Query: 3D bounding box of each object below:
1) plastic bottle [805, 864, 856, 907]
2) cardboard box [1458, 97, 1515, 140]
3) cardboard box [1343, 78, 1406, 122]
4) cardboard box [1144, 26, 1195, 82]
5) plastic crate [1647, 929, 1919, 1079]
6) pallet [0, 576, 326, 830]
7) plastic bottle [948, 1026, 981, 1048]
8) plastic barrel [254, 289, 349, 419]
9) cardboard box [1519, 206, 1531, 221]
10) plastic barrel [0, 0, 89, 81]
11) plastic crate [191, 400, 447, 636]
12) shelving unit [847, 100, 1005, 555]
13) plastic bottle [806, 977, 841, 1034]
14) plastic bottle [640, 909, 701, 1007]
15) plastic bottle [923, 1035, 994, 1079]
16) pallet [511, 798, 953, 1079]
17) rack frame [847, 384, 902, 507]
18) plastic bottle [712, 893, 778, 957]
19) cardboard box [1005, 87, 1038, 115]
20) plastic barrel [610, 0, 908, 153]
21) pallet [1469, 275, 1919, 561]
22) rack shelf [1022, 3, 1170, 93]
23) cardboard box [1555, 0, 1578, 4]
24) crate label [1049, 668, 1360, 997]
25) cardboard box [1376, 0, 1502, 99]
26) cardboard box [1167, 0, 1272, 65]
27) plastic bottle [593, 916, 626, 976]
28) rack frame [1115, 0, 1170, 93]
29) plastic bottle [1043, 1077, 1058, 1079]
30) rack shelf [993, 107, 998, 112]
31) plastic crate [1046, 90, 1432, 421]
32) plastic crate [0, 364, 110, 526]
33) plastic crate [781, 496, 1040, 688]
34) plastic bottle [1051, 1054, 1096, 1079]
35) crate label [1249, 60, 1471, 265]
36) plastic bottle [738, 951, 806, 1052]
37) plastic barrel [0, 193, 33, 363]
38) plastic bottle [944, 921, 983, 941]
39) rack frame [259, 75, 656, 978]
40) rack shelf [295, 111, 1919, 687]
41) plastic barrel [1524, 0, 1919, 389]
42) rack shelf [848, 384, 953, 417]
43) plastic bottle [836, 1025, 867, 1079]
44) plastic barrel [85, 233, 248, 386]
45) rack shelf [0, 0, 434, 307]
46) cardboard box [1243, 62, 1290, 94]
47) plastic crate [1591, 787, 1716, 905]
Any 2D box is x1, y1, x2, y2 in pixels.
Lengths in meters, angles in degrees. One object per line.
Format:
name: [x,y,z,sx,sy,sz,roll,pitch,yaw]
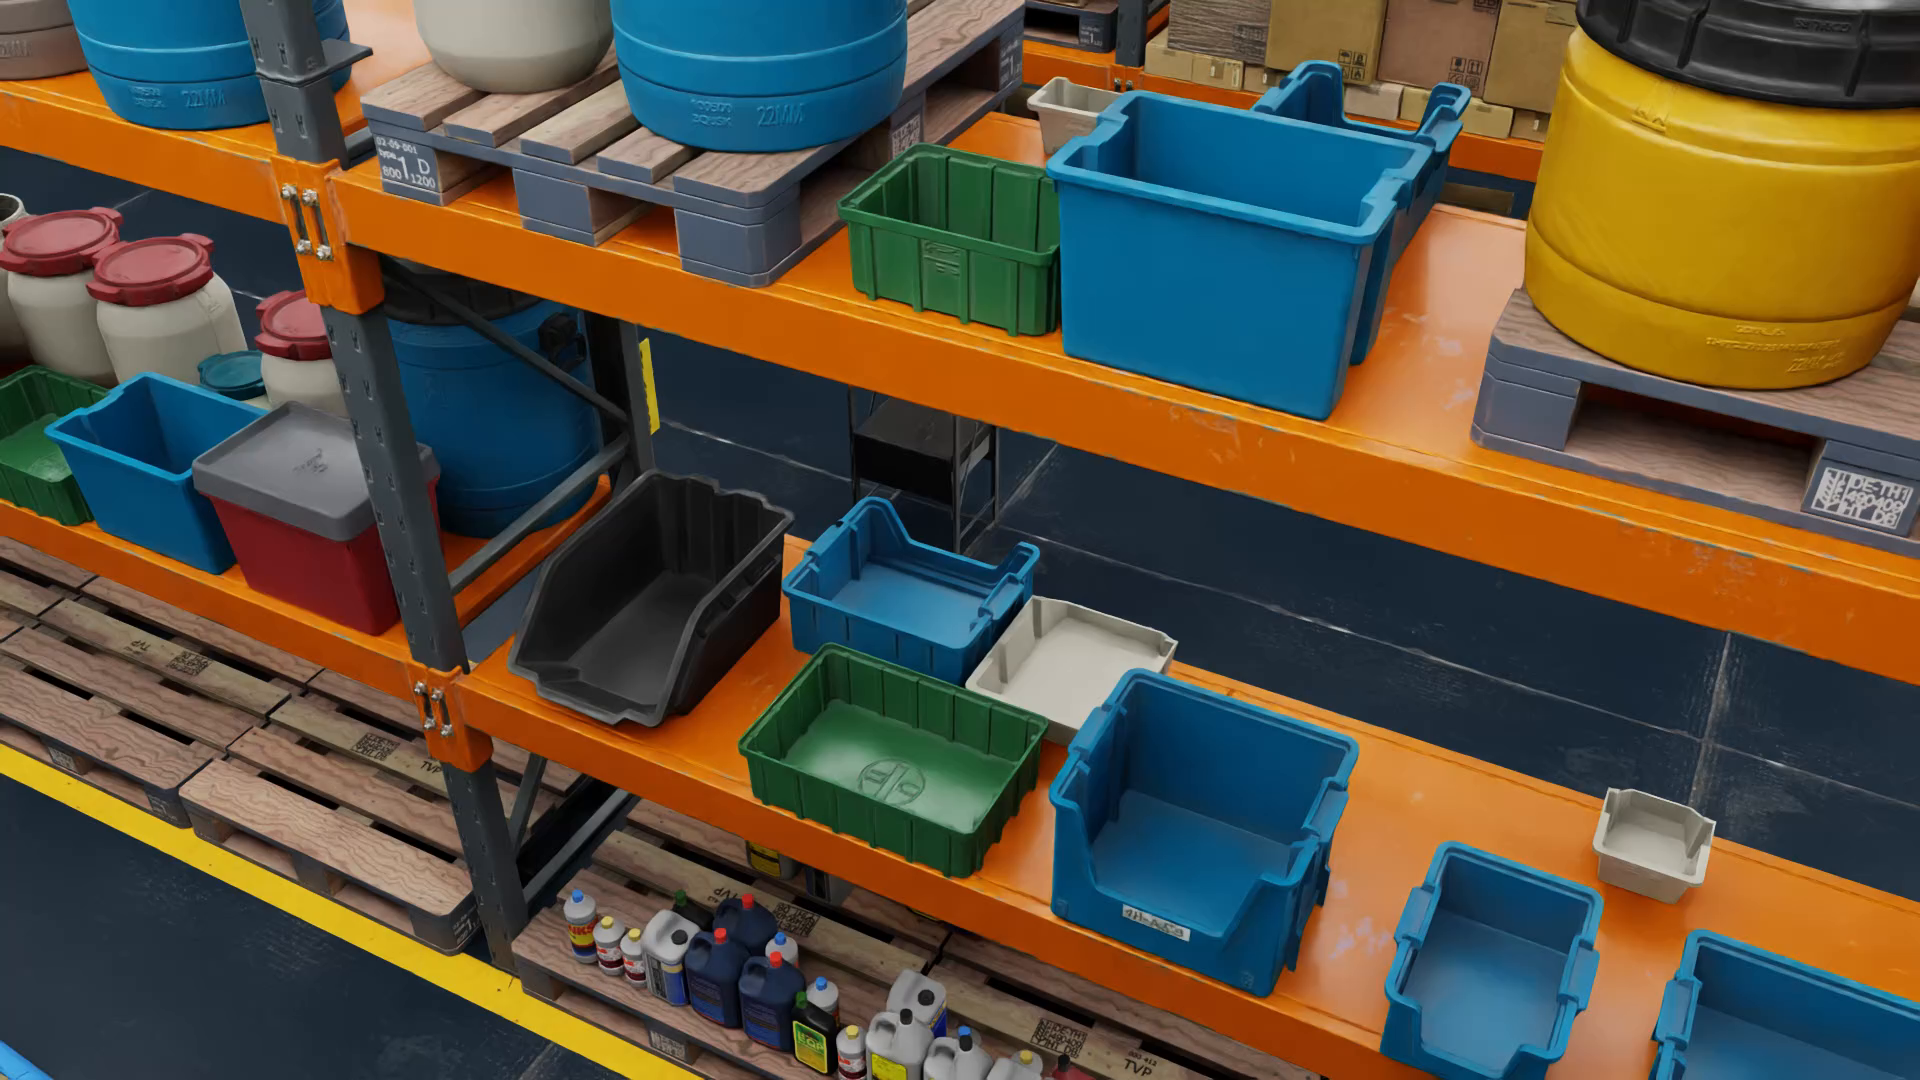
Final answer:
plastic bottle: [-0.411,1.015,5.321,0.135,0.276,0.152,17,41,21]
cardboard box: [2.428,-1.987,7.594,0.250,0.149,0.380,17,41,21]
cardboard box: [1.970,-2.110,7.756,0.250,0.149,0.380,17,41,21]
cardboard box: [1.090,-2.397,8.134,0.250,0.149,0.380,17,41,21]
plastic crate: [1.730,1.134,3.398,0.616,0.251,0.499,17,41,21]
pallet: [-3.043,0.516,6.396,1.213,0.211,1.003,17,41,21]
plastic bottle: [0.013,1.473,4.779,0.097,0.201,0.097,0,37,0]
plastic barrel: [-1.989,-0.497,5.311,0.433,0.535,0.433,0,37,0]
cardboard box: [2.949,-1.292,8.191,0.500,0.500,0.500,21,42,26]
plastic barrel: [-2.372,-1.660,4.060,0.600,0.901,0.600,0,37,0]
plastic crate: [-1.811,-0.055,4.788,0.583,0.464,0.402,17,41,21]
shelving unit: [-0.147,-0.882,6.676,0.503,2.100,0.431,17,41,21]
plastic bottle: [-0.399,1.373,4.853,0.097,0.271,0.097,0,37,0]
plastic bottle: [-0.859,1.250,5.011,0.135,0.276,0.152,19,41,23]
plastic bottle: [-0.004,1.491,4.632,0.185,0.351,0.144,19,41,23]
pallet: [-0.663,1.261,5.414,1.213,0.211,1.003,17,41,21]
rack frame: [-0.364,-0.950,6.765,0.015,2.100,0.400,17,41,21]
plastic bottle: [-0.648,1.191,5.027,0.185,0.351,0.144,17,41,21]
cardboard box: [0.087,-2.223,9.401,0.500,0.500,0.700,17,40,21]
plastic barrel: [-0.406,-1.286,3.221,0.708,0.901,0.600,17,41,21]
pallet: [1.622,-0.349,2.904,1.213,0.211,1.003,17,41,21]
rack shelf: [-0.738,-2.988,9.300,4.000,0.370,1.077,17,41,21]
cardboard box: [2.658,-2.602,7.042,0.500,0.500,0.500,17,41,21]
crate label: [0.553,0.673,3.854,0.616,0.435,0.502,17,41,21]
cardboard box: [2.327,-2.475,7.701,0.500,0.500,0.875,17,41,21]
cardboard box: [1.409,-2.718,8.021,0.500,0.500,0.875,17,41,21]
plastic bottle: [-1.069,1.233,5.096,0.097,0.201,0.097,0,37,0]
rack frame: [1.038,-2.718,8.350,0.127,3.000,1.000,17,41,21]
plastic bottle: [0.268,1.603,4.546,0.135,0.276,0.152,18,41,22]
rack shelf: [-0.147,-1.429,6.261,0.480,0.518,0.431,17,41,21]
plastic crate: [0.480,-0.504,2.965,0.575,0.384,0.392,17,41,21]
plastic crate: [-2.916,-0.307,5.349,0.662,0.188,0.450,17,41,21]
plastic crate: [-0.133,0.162,4.678,0.616,0.251,0.499,17,41,21]
plastic bottle: [0.317,1.543,4.620,0.133,0.283,0.061,17,41,21]
crate label: [0.802,-0.780,3.439,0.408,0.251,0.502,17,41,21]
plastic bottle: [-0.547,1.321,4.856,0.185,0.351,0.144,16,40,20]
plastic barrel: [-3.406,-0.927,5.898,0.421,0.512,0.421,0,37,0]
plastic bottle: [0.016,1.120,5.176,0.133,0.283,0.061,17,41,21]
rack frame: [-1.240,-0.059,4.847,0.127,3.000,1.000,17,41,21]
rack shelf: [0.536,-0.411,3.425,4.000,0.370,1.077,17,41,21]
plastic barrel: [1.241,-0.632,2.618,0.600,0.588,0.600,0,37,0]
rack shelf: [-0.147,-0.872,6.684,0.480,0.518,0.431,17,41,21]
plastic bottle: [-0.306,1.471,4.781,0.097,0.201,0.097,0,37,0]
plastic barrel: [-2.640,-0.701,5.580,0.433,0.535,0.433,0,37,0]
rack shelf: [-3.016,-1.523,4.890,4.000,0.370,1.077,17,41,21]
cardboard box: [1.541,-2.266,7.962,0.250,0.149,0.380,17,41,21]
plastic crate: [1.665,0.737,4.017,0.250,0.136,0.298,17,41,21]
